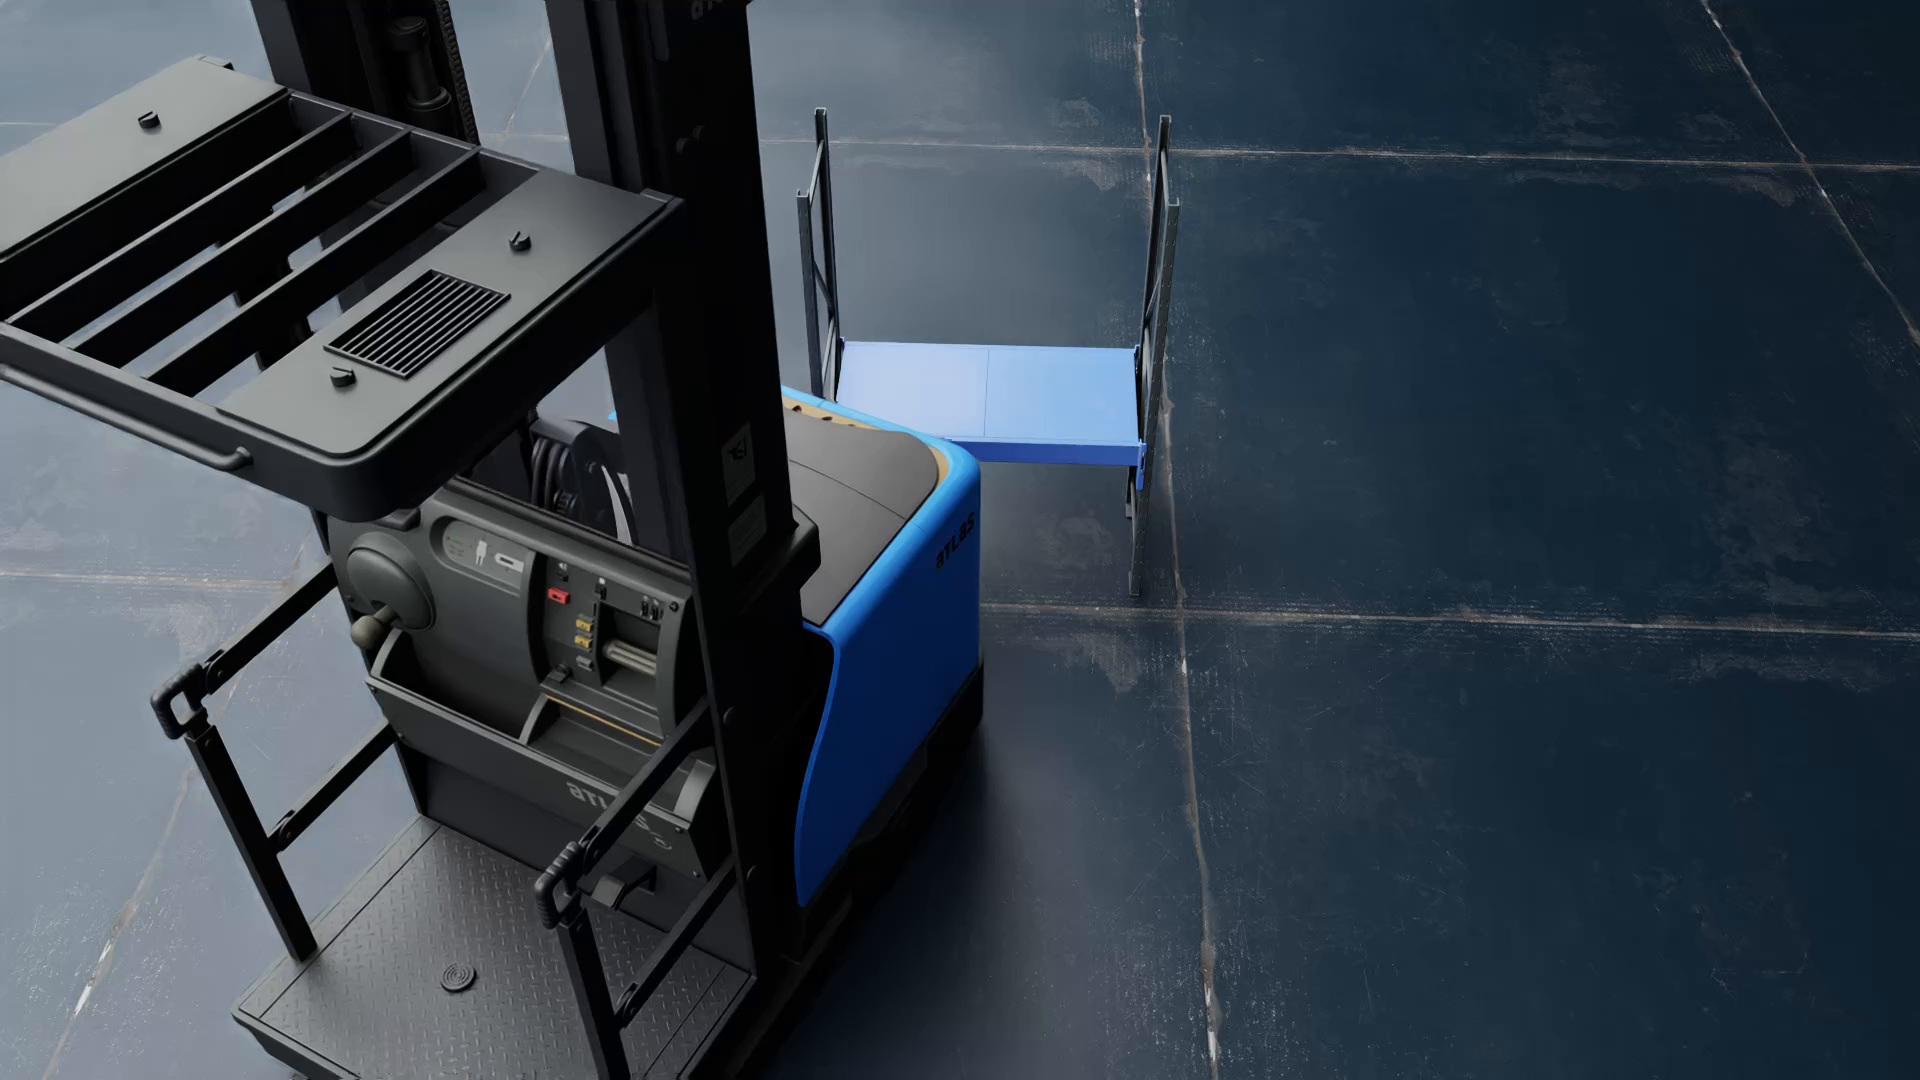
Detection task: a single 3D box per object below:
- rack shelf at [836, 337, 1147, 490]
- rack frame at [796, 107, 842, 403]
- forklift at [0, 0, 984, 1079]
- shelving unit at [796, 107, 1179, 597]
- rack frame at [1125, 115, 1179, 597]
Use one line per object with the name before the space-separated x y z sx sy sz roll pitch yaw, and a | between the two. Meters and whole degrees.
rack shelf | 0.085 -0.415 5.359 1.000 0.185 0.538 2 43 2
rack frame | -0.423 -0.562 5.253 0.032 1.500 0.500 2 43 2
forklift | -1.066 0.211 3.373 1.130 2.935 3.031 20 47 20
shelving unit | 0.085 -0.546 5.236 1.048 1.500 0.538 2 43 2
rack frame | 0.593 -0.531 5.219 0.032 1.500 0.500 2 43 2
